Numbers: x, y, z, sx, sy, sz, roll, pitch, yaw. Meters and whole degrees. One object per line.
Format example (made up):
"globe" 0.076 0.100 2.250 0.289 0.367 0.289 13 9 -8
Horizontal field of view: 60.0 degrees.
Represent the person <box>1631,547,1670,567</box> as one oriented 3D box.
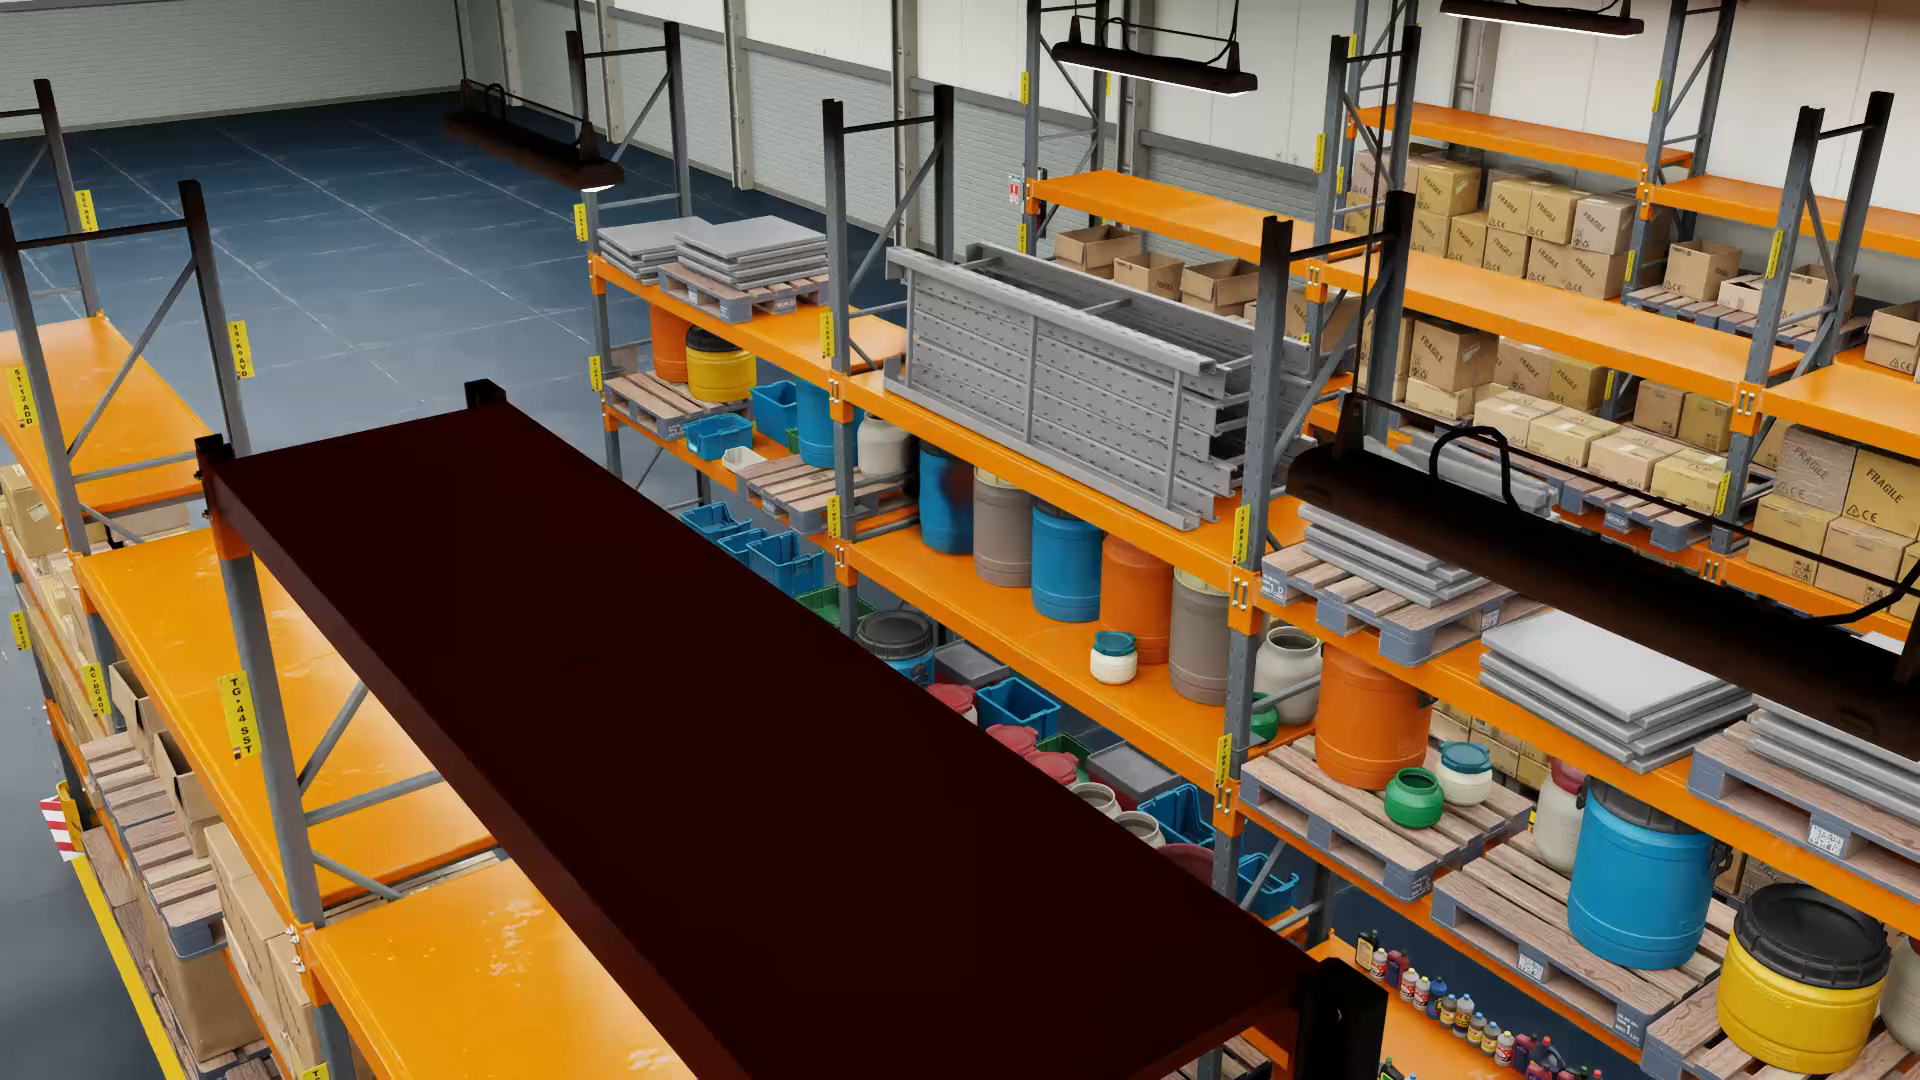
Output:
"person" 6.810 0.268 16.466 0.394 1.620 1.006 -22 33 -39
